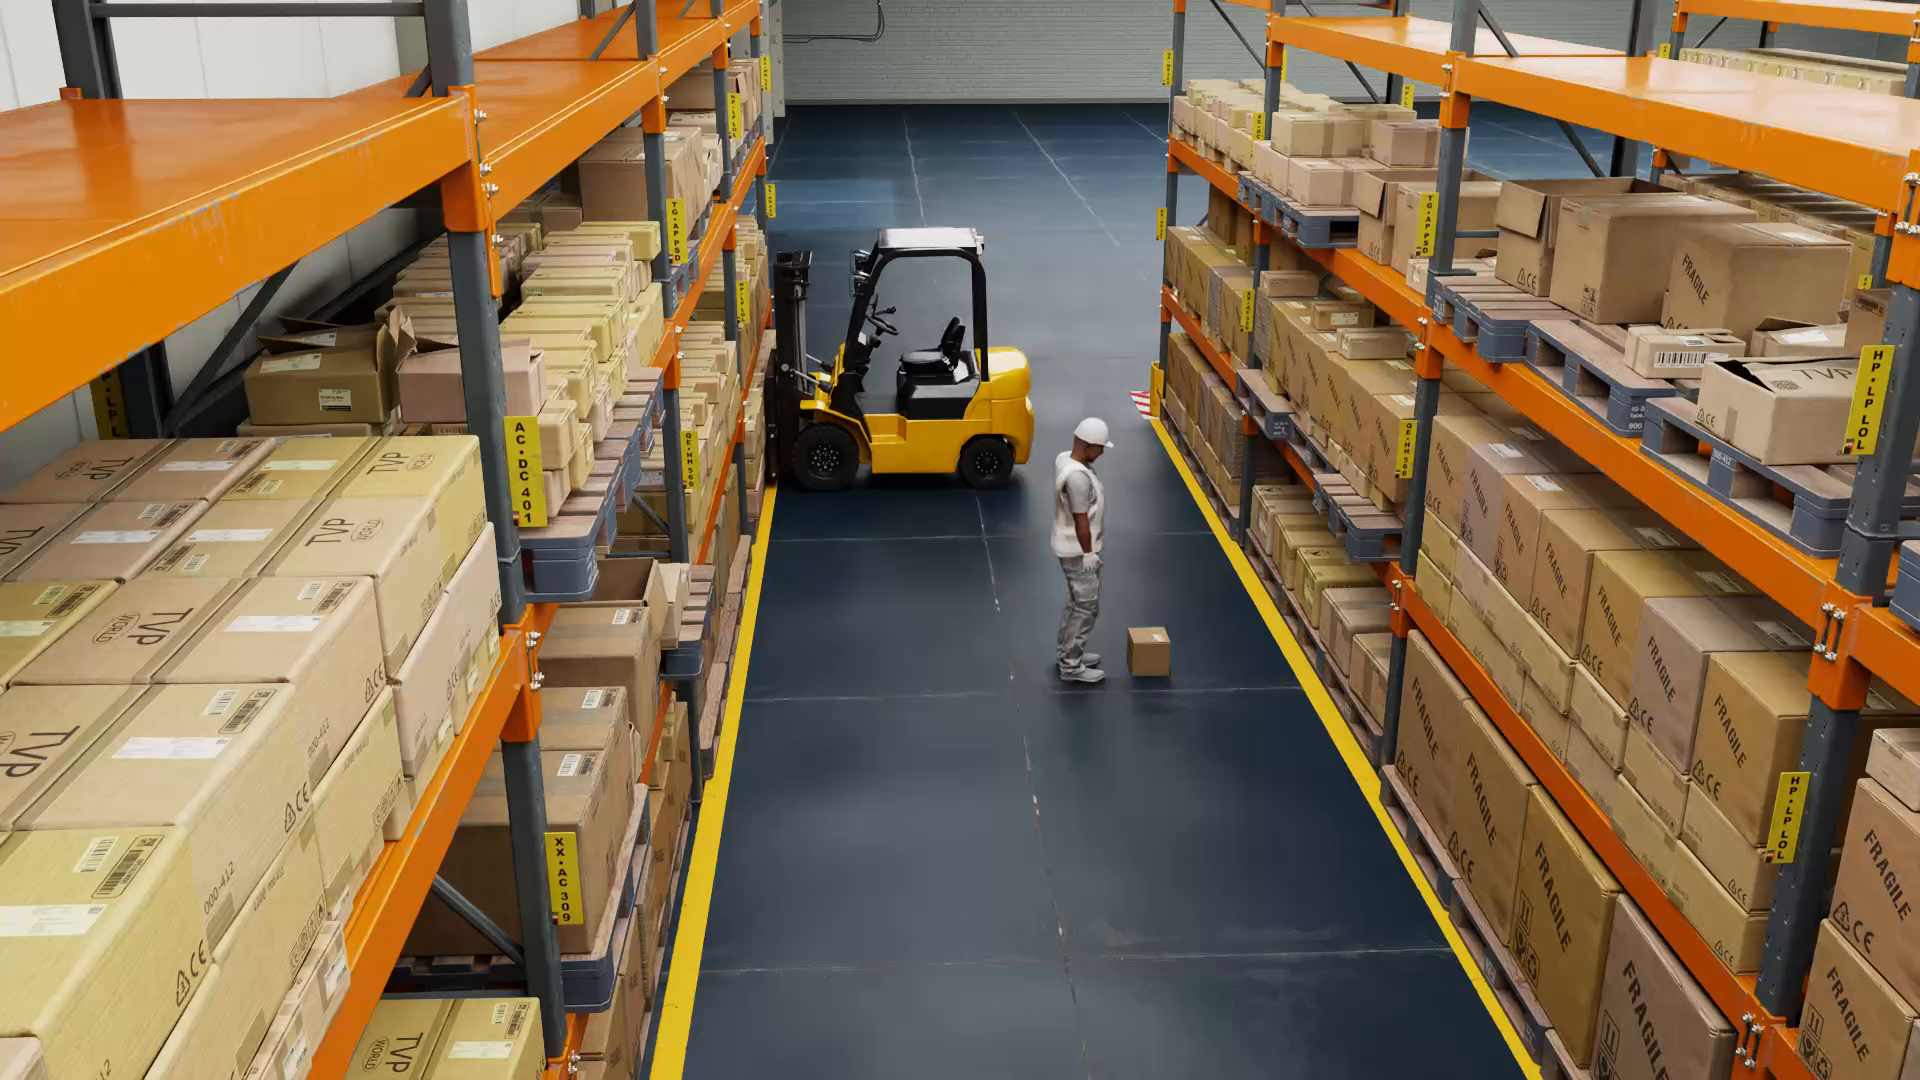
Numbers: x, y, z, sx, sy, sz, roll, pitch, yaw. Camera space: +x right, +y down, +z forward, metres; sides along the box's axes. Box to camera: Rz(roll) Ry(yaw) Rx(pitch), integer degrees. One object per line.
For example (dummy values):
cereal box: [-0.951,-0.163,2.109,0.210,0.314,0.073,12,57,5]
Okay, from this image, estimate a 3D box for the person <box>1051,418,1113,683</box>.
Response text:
person: [0.795,0.049,10.943,0.389,1.763,0.557,-1,20,-2]
